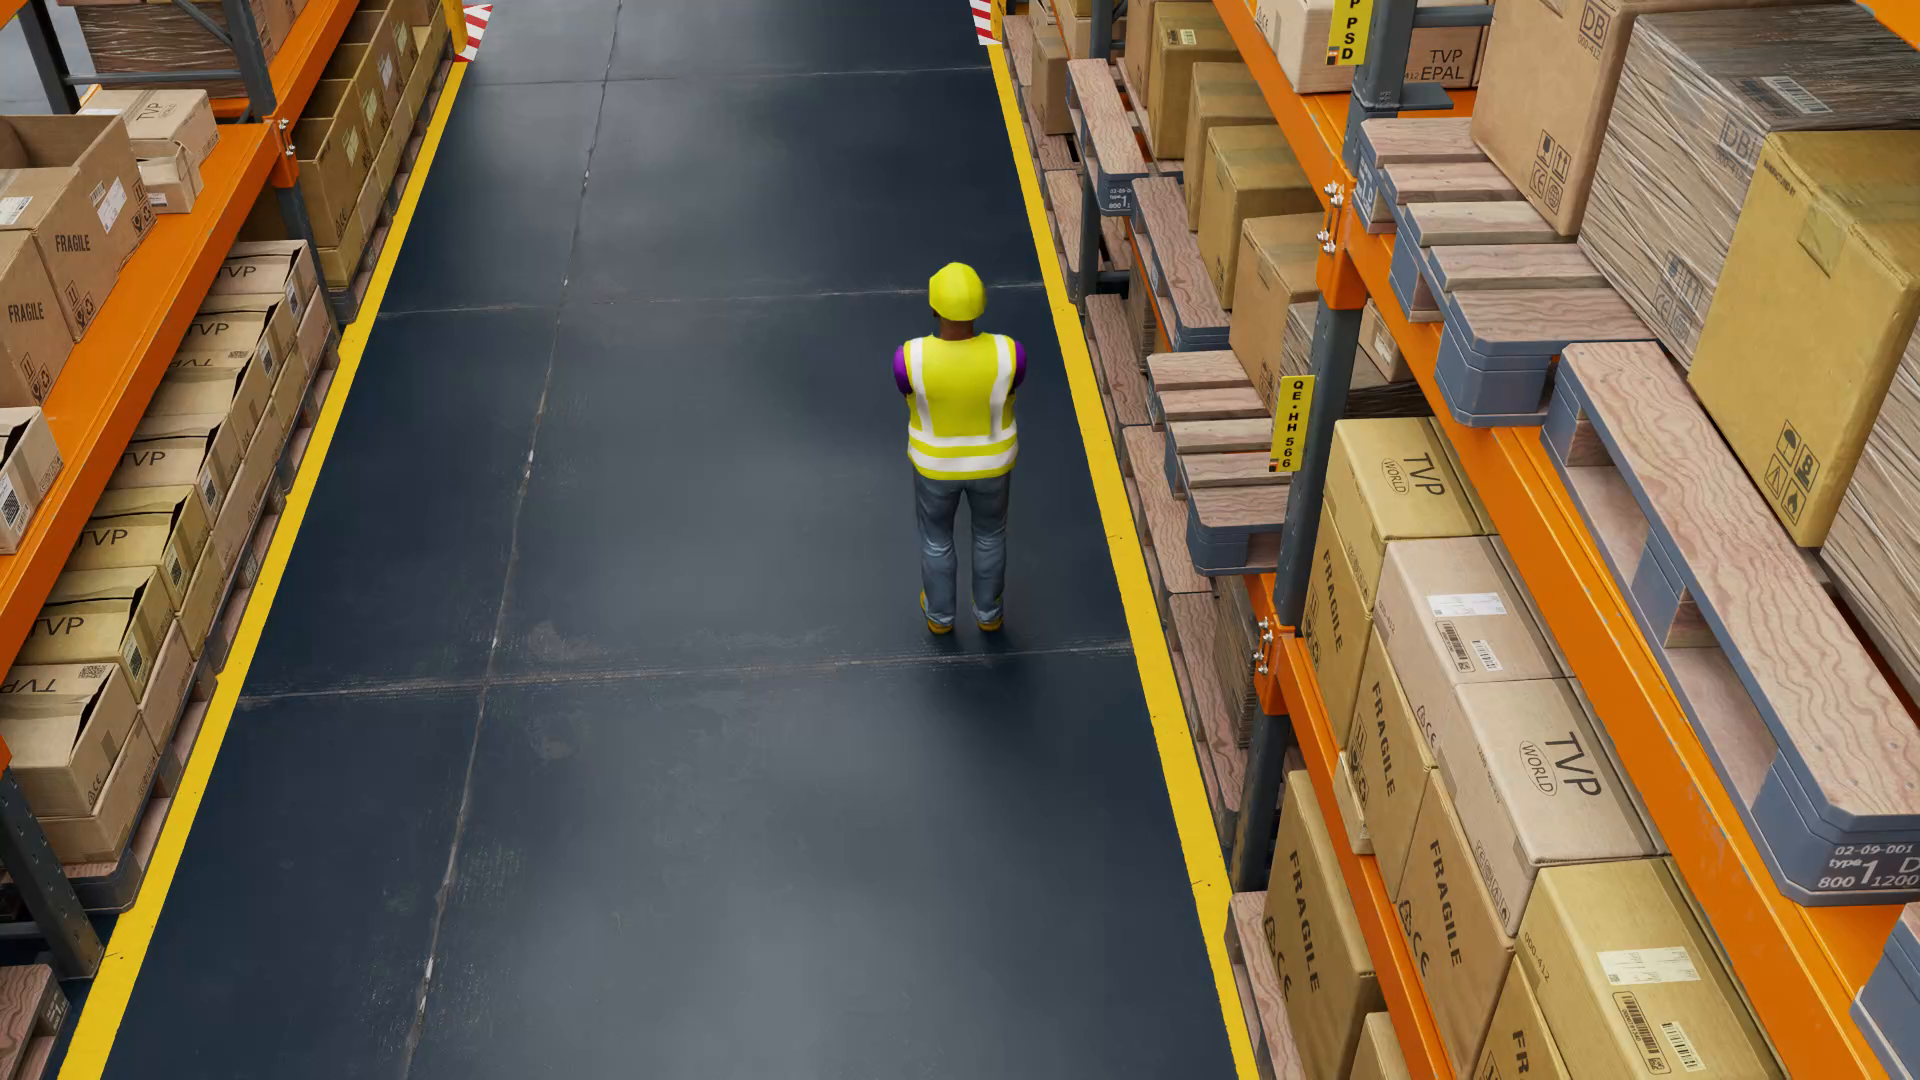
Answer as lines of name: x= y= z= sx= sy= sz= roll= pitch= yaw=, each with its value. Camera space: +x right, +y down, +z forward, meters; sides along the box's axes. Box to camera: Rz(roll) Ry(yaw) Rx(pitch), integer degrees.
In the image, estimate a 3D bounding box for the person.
person: x=-0.011 y=-0.335 z=6.556 sx=0.629 sy=1.759 sz=0.460 roll=-5 pitch=39 yaw=-6
